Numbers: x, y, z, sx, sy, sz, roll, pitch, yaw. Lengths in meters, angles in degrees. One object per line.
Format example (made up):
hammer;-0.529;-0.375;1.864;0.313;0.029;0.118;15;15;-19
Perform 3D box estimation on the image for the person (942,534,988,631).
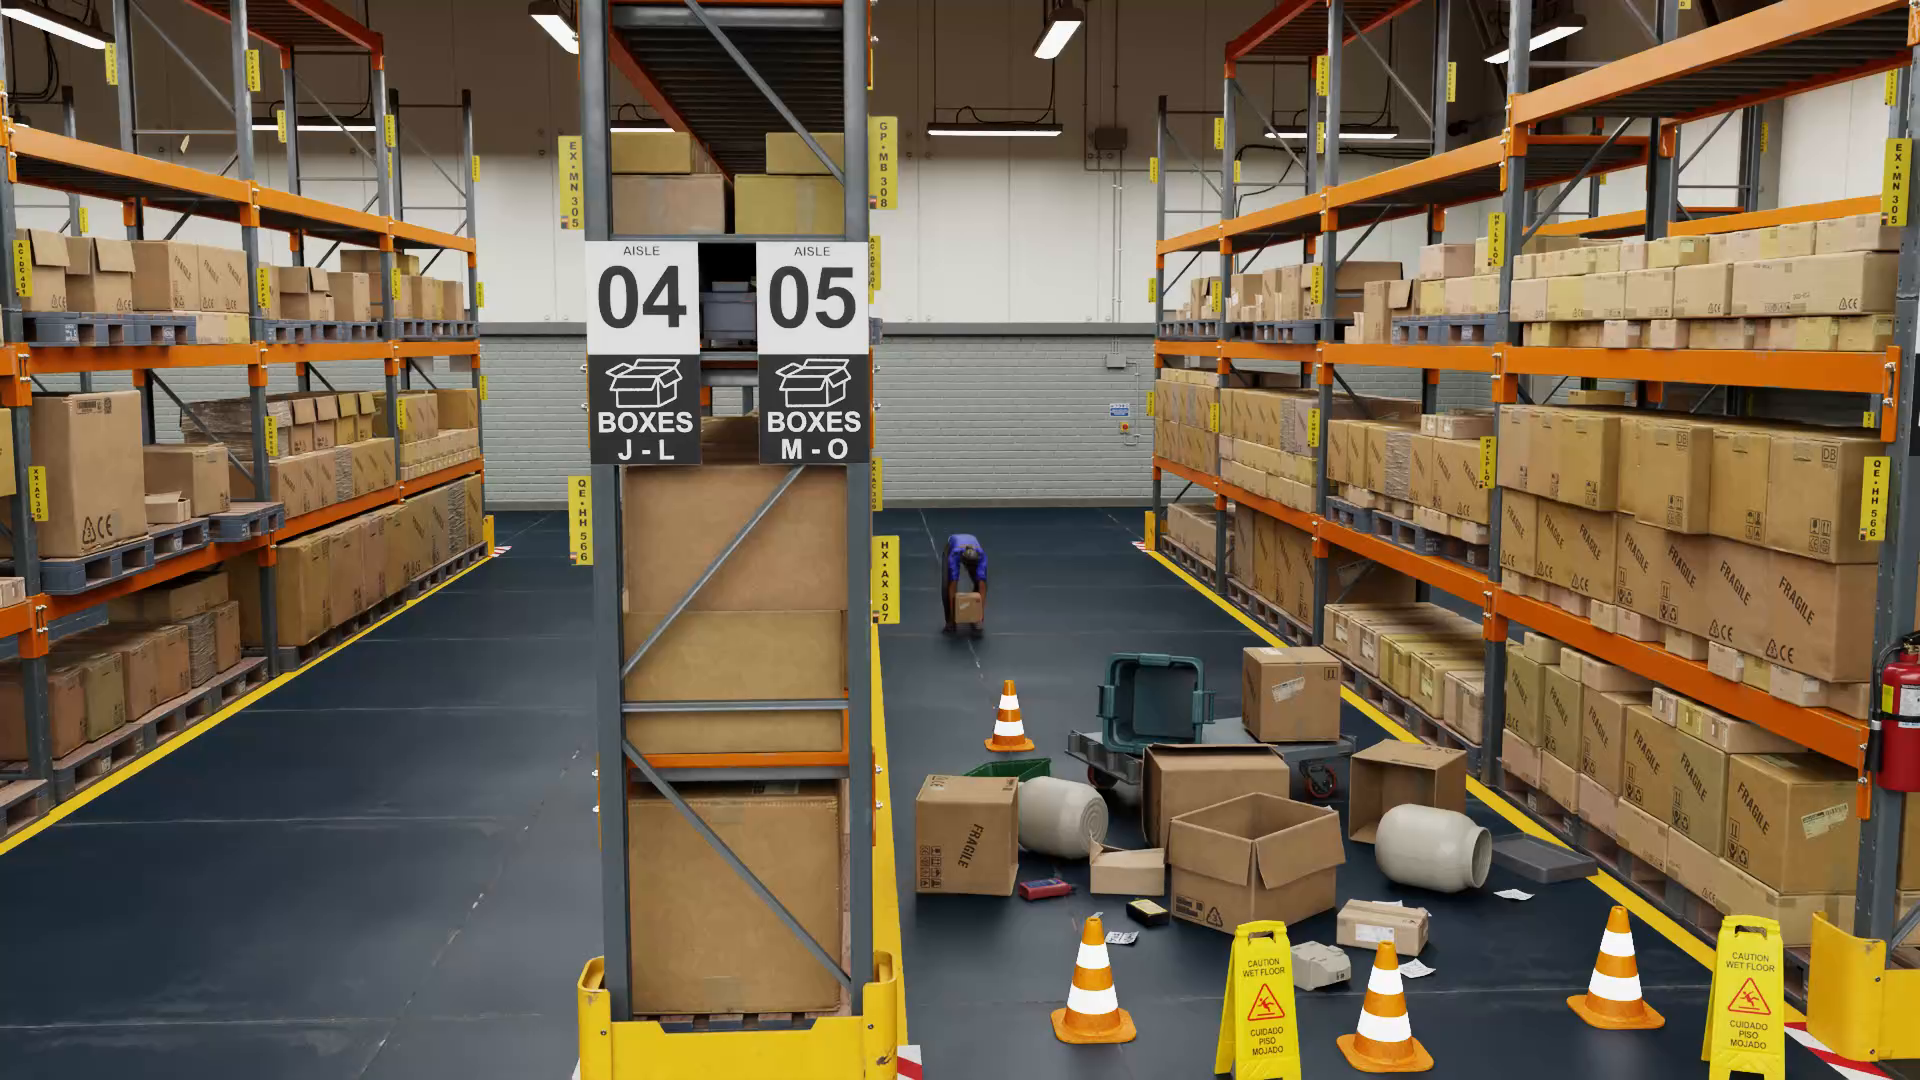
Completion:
person;0.054;0.435;16.184;0.450;0.941;0.875;-1;7;-6
